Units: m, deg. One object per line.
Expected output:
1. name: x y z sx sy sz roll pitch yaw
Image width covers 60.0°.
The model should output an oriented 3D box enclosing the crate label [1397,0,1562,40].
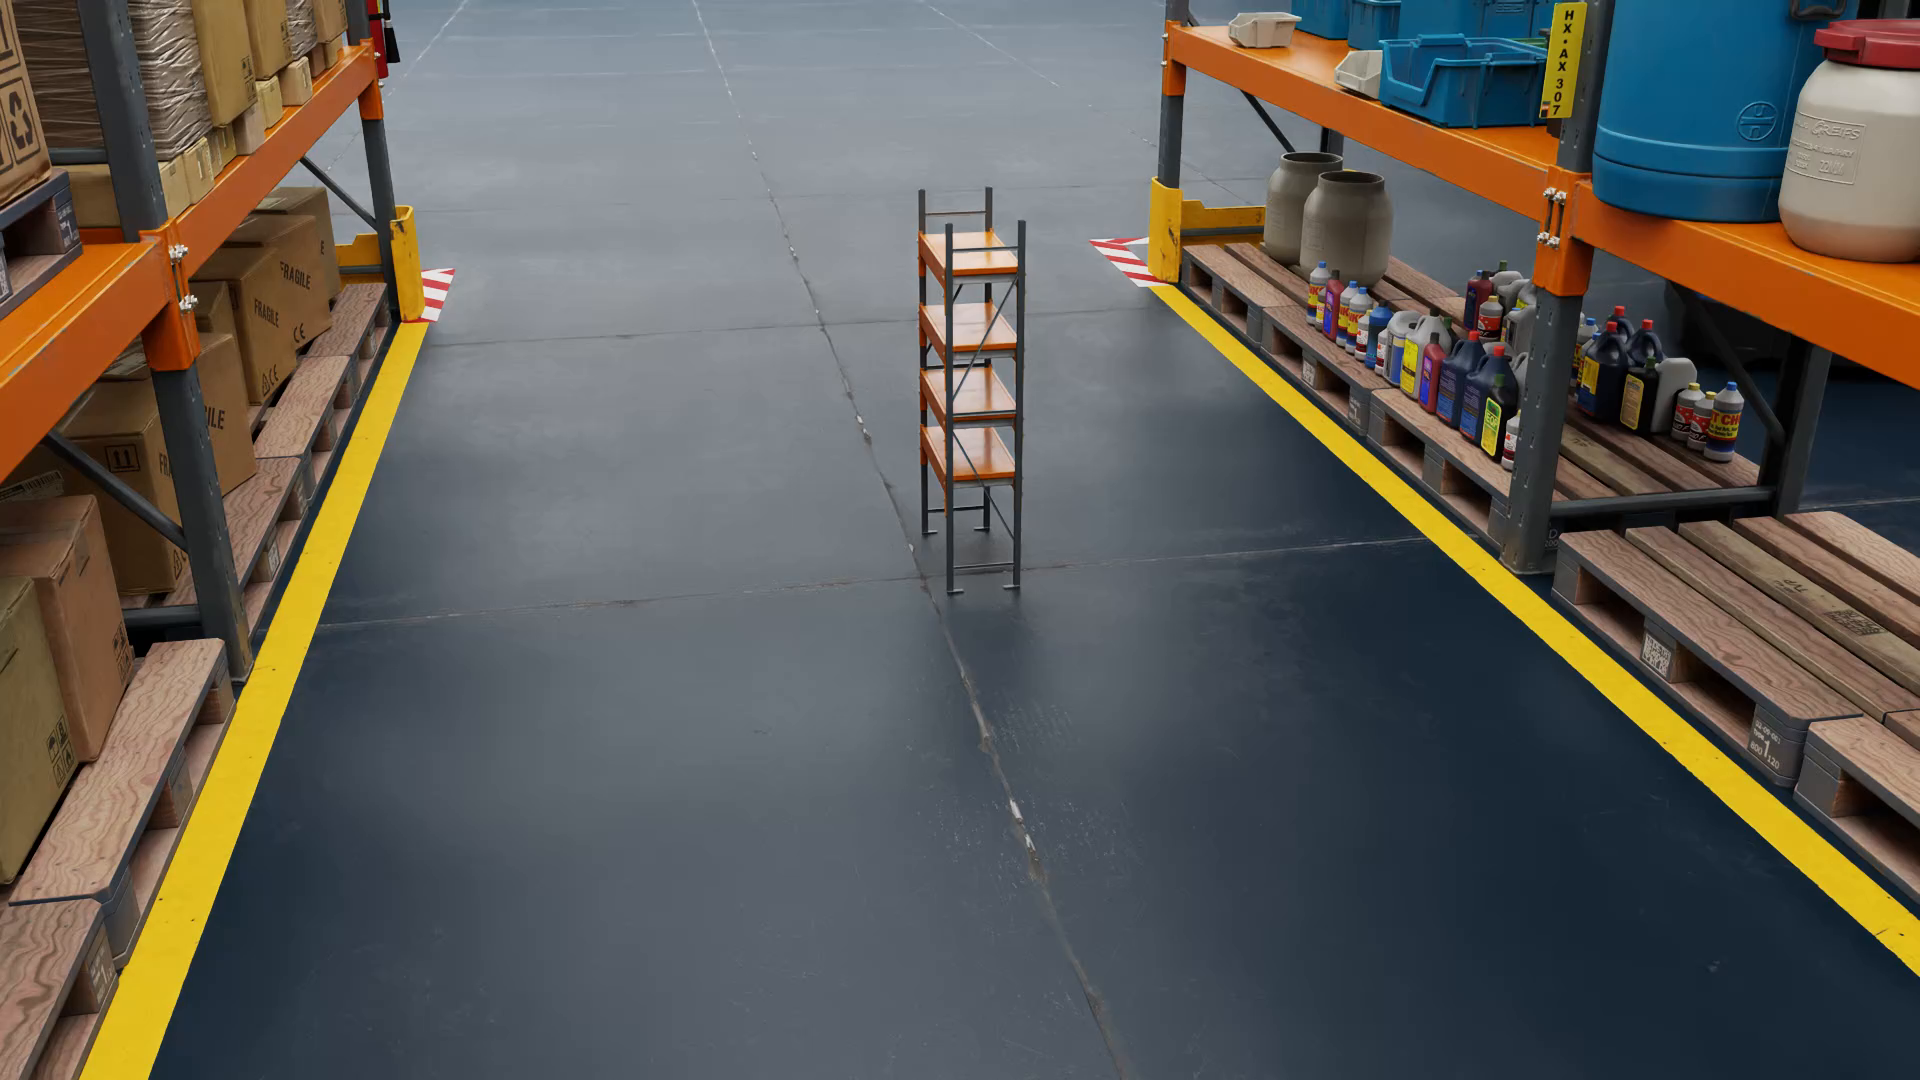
1. crate label: 2.174 -2.196 6.987 0.502 0.435 0.616 -4 24 -10

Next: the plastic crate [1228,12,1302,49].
1. plastic crate: 1.417 -2.387 7.798 0.298 0.136 0.250 -4 24 -10

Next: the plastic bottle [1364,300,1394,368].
1. plastic bottle: 1.716 -0.845 6.797 0.097 0.271 0.097 0 24 0

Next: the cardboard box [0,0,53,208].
1. cardboard box: -2.551 -1.089 3.220 1.000 1.000 1.000 -4 24 -9

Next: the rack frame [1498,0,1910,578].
1. rack frame: 2.307 -1.311 5.003 1.000 3.000 0.127 -4 24 -10

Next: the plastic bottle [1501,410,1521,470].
1. plastic bottle: 1.934 -0.350 5.749 0.097 0.201 0.097 0 24 0

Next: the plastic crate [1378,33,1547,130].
1. plastic crate: 1.836 -1.658 5.984 0.499 0.251 0.616 -4 24 -10

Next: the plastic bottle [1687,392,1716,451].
1. plastic bottle: 2.660 -0.428 5.928 0.097 0.201 0.097 0 24 0

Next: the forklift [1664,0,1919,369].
1. forklift: 4.861 -2.154 7.020 3.031 2.935 1.130 7 25 16

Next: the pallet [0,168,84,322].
1. pallet: -2.562 -0.545 3.489 1.003 0.211 1.213 -4 24 -10

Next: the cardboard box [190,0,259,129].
1. cardboard box: -2.641 -1.507 4.956 0.875 0.500 0.500 -4 24 -10

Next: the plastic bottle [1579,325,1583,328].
1. plastic bottle: 2.502 -0.765 6.701 0.097 0.201 0.097 0 24 0

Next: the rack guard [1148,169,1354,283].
1. rack guard: 1.628 -1.712 9.045 1.175 0.500 0.348 -4 24 -10

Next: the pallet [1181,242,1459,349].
1. pallet: 1.773 -1.260 8.371 1.003 0.211 1.213 -4 24 -10

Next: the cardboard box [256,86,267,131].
1. cardboard box: -2.560 -1.426 5.580 0.380 0.149 0.250 -4 24 -10

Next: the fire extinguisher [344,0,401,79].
1. fire extinguisher: -2.868 -2.561 7.963 0.296 0.674 0.183 -4 24 -10

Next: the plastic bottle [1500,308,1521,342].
1. plastic bottle: 2.307 -0.867 6.933 0.097 0.201 0.097 0 24 0

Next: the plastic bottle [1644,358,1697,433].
1. plastic bottle: 2.593 -0.547 6.108 0.152 0.276 0.135 -3 24 -8

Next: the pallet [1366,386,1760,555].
1. pallet: 2.224 -0.300 6.173 1.003 0.211 1.213 -4 24 -10

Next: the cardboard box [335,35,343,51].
1. cardboard box: -3.044 -2.305 7.595 0.380 0.149 0.250 -4 24 -10

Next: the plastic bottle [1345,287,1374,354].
1. plastic bottle: 1.679 -0.925 6.979 0.097 0.271 0.097 0 24 0

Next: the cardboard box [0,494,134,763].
1. cardboard box: -2.468 0.243 4.019 0.700 0.500 0.500 -6 24 -14

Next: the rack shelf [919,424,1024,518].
1. rack shelf: 0.031 -0.241 5.467 0.258 0.148 0.480 -4 24 -10

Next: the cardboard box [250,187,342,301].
1. cardboard box: -3.201 -1.318 7.617 0.500 0.500 0.500 0 24 0

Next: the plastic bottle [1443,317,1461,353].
1. plastic bottle: 1.906 -0.720 6.494 0.061 0.283 0.133 -4 24 -10

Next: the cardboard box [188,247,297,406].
1. cardboard box: -2.960 -0.837 6.518 0.500 0.500 0.500 -2 24 -5

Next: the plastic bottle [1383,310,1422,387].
1. plastic bottle: 1.784 -0.763 6.602 0.152 0.276 0.135 -4 24 -9

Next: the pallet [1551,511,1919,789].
1. pallet: 2.491 0.273 4.861 1.003 0.211 1.213 -4 24 -10

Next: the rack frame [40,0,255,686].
1. rack frame: -2.560 -0.944 4.164 1.000 3.000 0.127 -4 24 -10

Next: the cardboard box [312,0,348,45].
1. cardboard box: -3.015 -2.293 6.757 0.875 0.500 0.500 -4 24 -10

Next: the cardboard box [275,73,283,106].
1. cardboard box: -2.686 -1.620 6.025 0.380 0.149 0.250 -4 24 -10

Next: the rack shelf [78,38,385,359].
1. rack shelf: -2.930 -1.401 6.109 1.077 0.370 4.000 -4 24 -10

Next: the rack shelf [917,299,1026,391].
1. rack shelf: 0.031 -0.628 5.298 0.258 0.148 0.480 -4 24 -10

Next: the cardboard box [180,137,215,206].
1. cardboard box: -2.338 -1.035 4.686 0.380 0.149 0.250 -4 24 -10

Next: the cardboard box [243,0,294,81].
1. cardboard box: -2.884 -1.896 5.847 0.875 0.500 0.500 -4 24 -10

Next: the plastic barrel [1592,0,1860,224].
1. plastic barrel: 2.081 -1.366 4.504 0.600 0.901 0.708 -4 24 -10

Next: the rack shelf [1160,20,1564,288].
1. rack shelf: 1.937 -1.768 6.948 1.077 0.370 4.000 -4 24 -10

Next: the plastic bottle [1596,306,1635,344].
1. plastic bottle: 2.531 -0.721 6.413 0.144 0.351 0.185 -5 24 -12

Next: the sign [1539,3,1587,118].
1. sign: 1.765 -1.401 4.864 0.100 0.325 0.005 -4 24 -10

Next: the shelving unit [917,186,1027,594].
1. shelving unit: 0.031 -0.485 5.361 0.258 1.200 0.503 -4 24 -10

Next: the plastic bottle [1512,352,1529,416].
1. plastic bottle: 2.047 -0.541 6.001 0.144 0.351 0.185 -4 24 -10

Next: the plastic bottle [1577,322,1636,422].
1. plastic bottle: 2.424 -0.636 6.218 0.144 0.351 0.185 -4 24 -10

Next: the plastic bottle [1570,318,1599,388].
1. plastic bottle: 2.467 -0.739 6.555 0.097 0.271 0.097 0 24 0

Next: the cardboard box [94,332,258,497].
1. cardboard box: -2.708 -0.376 5.462 0.500 0.500 0.500 3 24 7

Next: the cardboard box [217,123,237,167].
1. cardboard box: -2.467 -1.229 5.130 0.380 0.149 0.250 -4 24 -10

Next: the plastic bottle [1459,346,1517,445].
1. plastic bottle: 1.905 -0.530 5.976 0.144 0.351 0.185 -5 24 -11

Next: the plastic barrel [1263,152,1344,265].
1. plastic barrel: 1.764 -1.683 8.440 0.421 0.512 0.421 0 24 0

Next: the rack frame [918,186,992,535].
1. rack frame: -0.015 -0.581 5.581 0.240 1.200 0.015 -4 24 -10

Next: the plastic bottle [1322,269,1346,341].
1. plastic bottle: 1.621 -1.014 7.169 0.061 0.283 0.133 -4 24 -9

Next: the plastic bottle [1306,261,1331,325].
1. plastic bottle: 1.597 -1.099 7.378 0.097 0.271 0.097 0 24 0

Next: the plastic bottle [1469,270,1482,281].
1. plastic bottle: 2.338 -1.113 7.498 0.097 0.201 0.097 0 24 0

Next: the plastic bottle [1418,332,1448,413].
1. plastic bottle: 1.798 -0.636 6.302 0.061 0.283 0.133 -3 24 -6

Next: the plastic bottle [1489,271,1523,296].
1. plastic bottle: 2.358 -1.046 7.251 0.152 0.276 0.135 -4 24 -9

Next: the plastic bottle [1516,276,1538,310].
1. plastic bottle: 2.418 -0.961 6.963 0.144 0.351 0.185 -3 24 -8

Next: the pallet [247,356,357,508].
1. pallet: -2.948 -0.409 6.422 1.003 0.211 1.213 -4 24 -10

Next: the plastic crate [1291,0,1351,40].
1. plastic crate: 1.954 -2.641 8.235 0.499 0.251 0.616 -4 24 -10

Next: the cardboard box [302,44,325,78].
1. cardboard box: -2.871 -2.013 6.925 0.380 0.149 0.250 -4 24 -10
